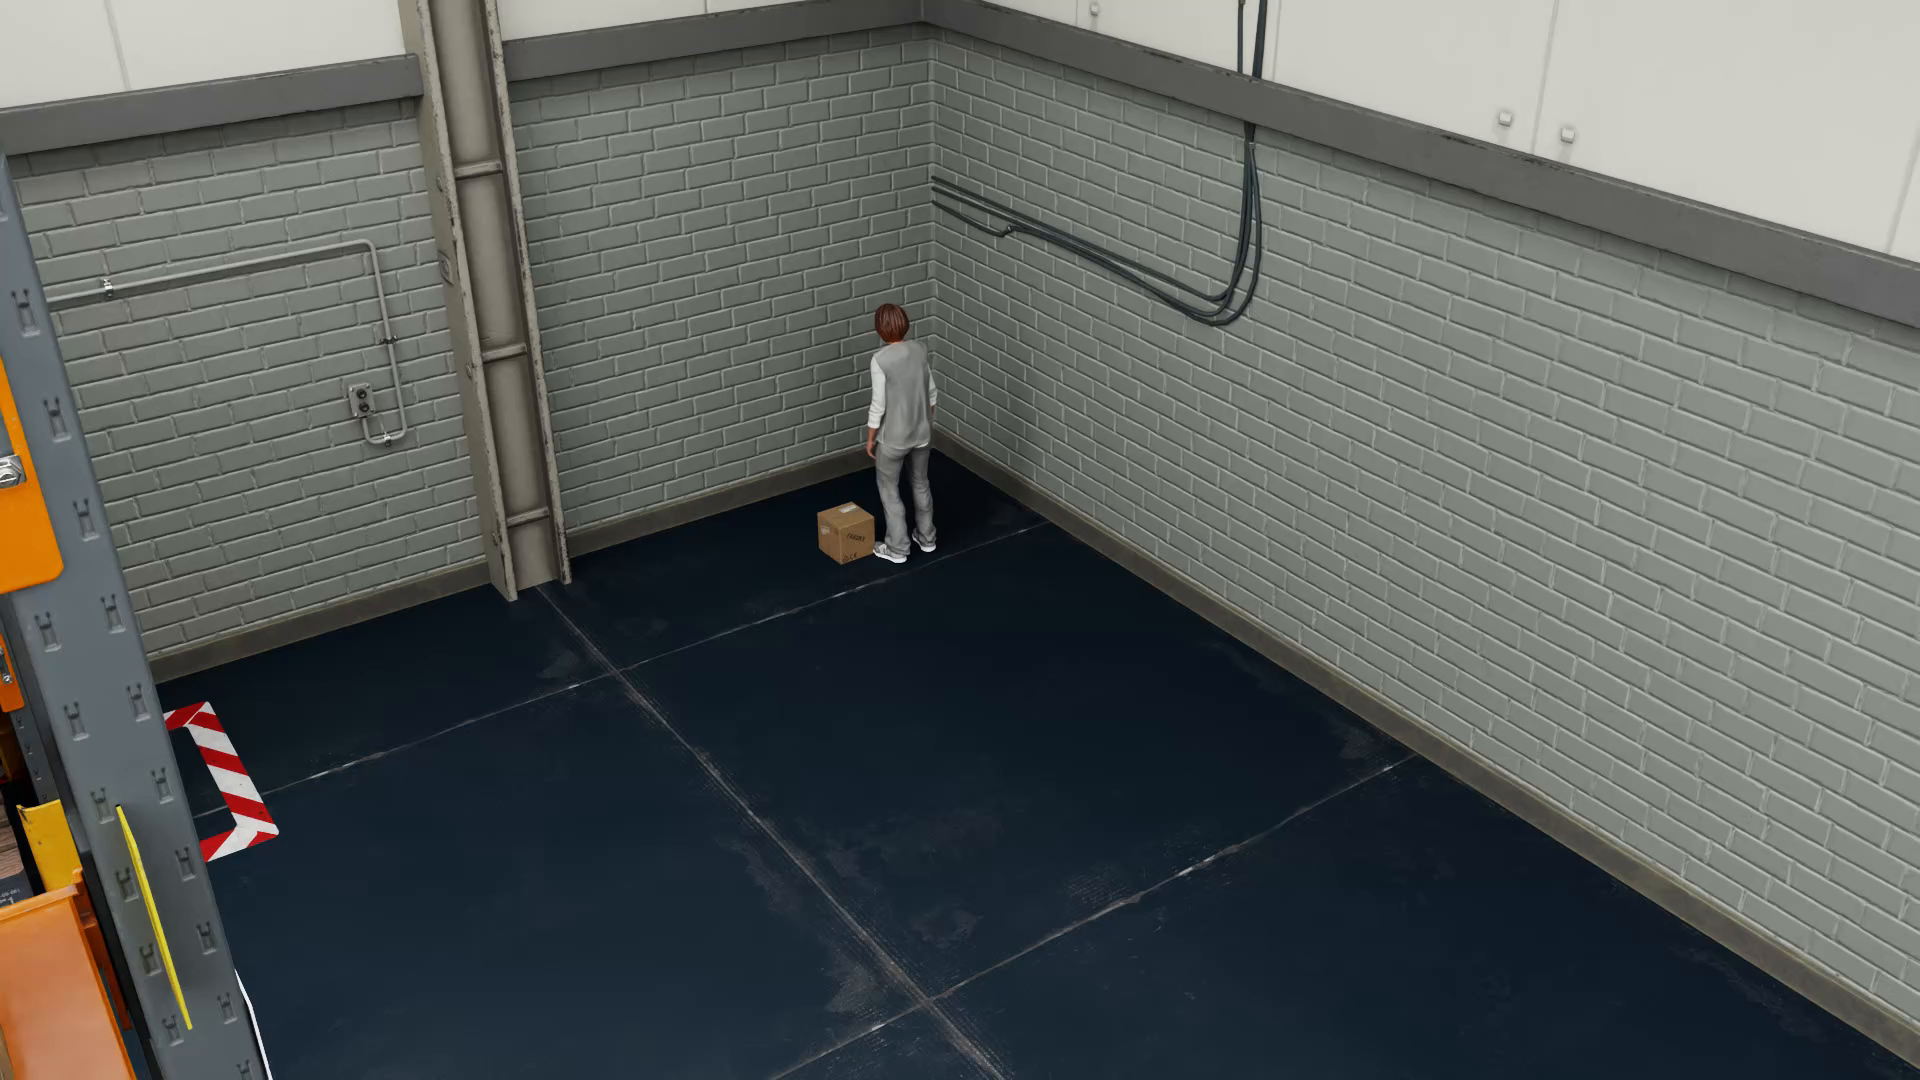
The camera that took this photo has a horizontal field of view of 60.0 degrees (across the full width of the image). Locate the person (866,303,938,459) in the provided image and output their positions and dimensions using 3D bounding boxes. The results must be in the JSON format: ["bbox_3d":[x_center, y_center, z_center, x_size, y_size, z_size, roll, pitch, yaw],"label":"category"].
[{"bbox_3d":[-0.350,-0.917,9.585,0.461,0.909,0.333,-19,34,-31],"label":"person"}]
